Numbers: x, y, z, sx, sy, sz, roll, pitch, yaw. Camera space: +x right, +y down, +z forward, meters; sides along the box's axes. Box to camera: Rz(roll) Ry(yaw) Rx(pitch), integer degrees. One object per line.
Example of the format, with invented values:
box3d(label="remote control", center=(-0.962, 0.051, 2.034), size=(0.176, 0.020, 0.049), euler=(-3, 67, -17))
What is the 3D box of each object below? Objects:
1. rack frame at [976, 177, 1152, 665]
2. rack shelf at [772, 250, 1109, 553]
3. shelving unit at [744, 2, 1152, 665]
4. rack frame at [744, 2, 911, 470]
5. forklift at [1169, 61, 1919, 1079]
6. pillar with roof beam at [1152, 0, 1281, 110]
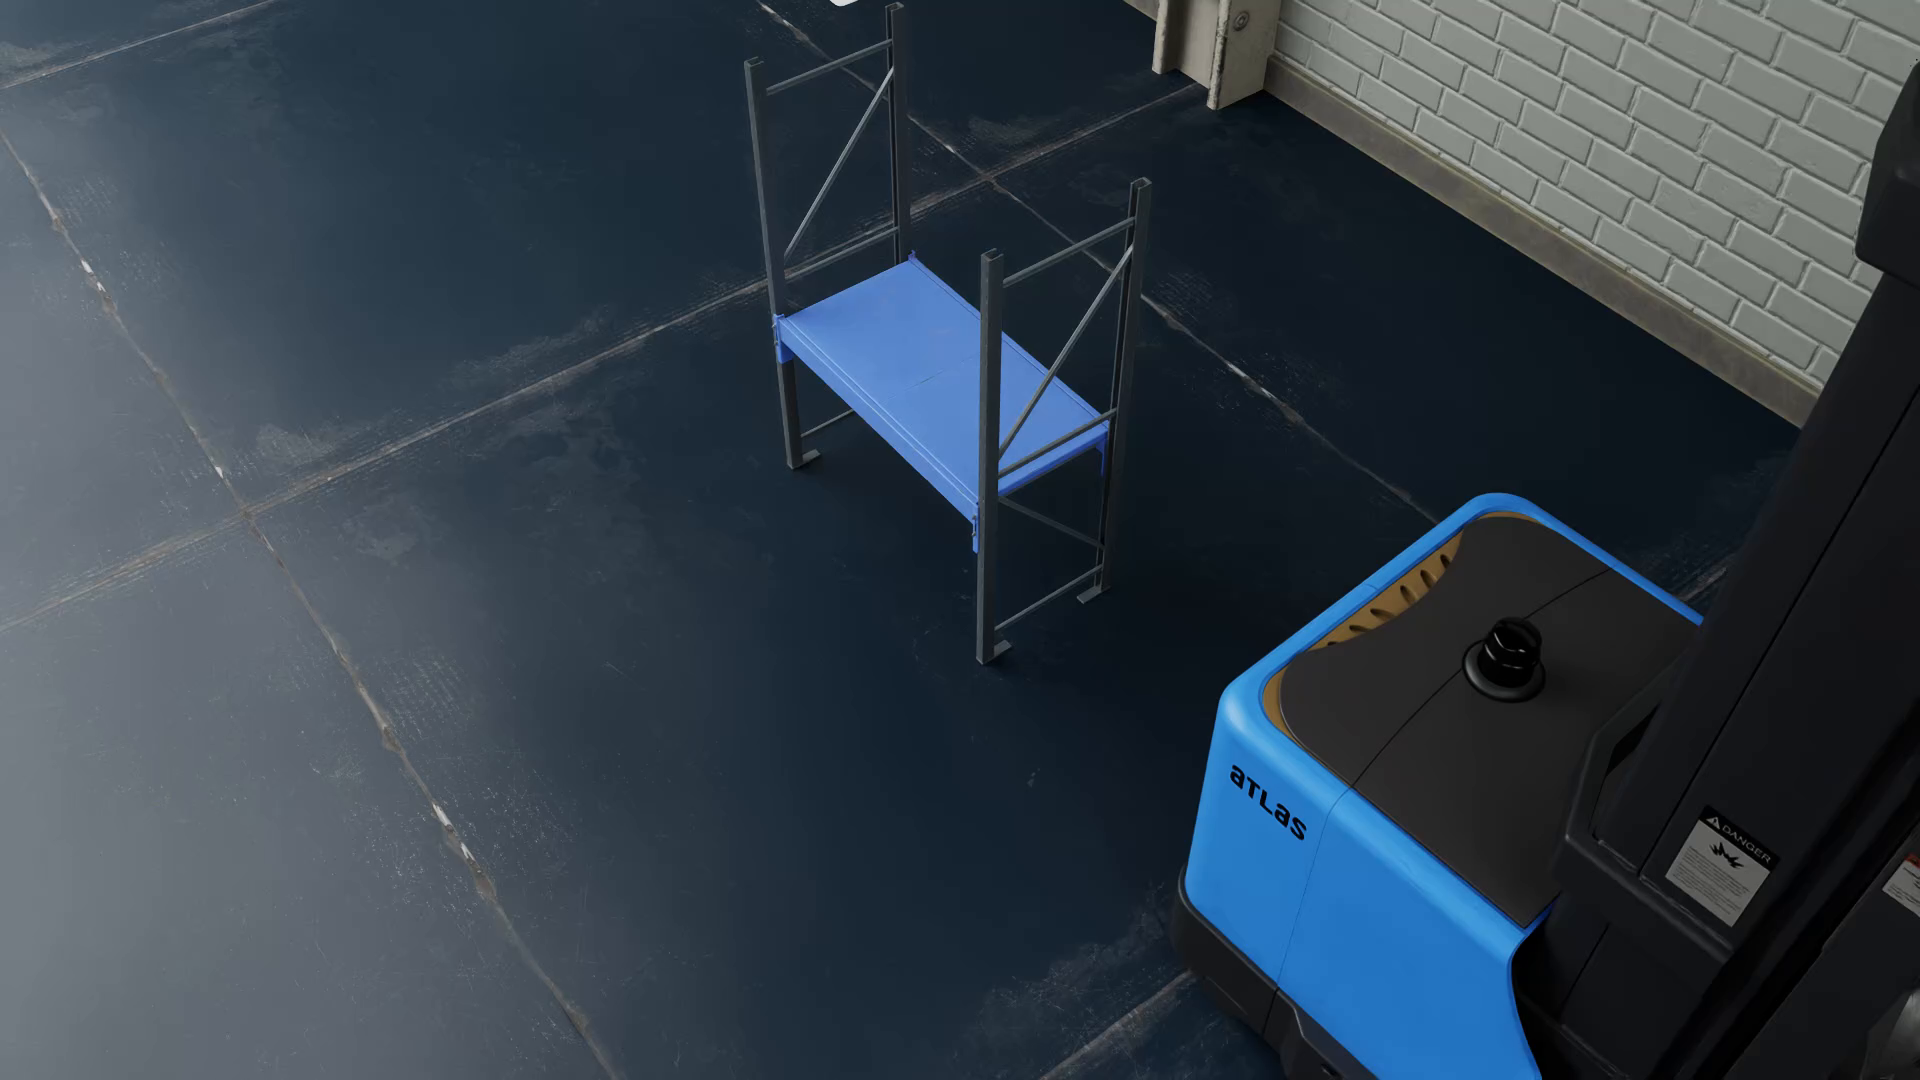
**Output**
box3d(label="rack frame", center=(0.256, -0.254, 4.468), size=(0.500, 1.500, 0.032), euler=(-29, 54, -24))
box3d(label="rack shelf", center=(-0.052, -0.433, 4.873), size=(0.538, 0.185, 1.000), euler=(-29, 54, -24))
box3d(label="shelving unit", center=(-0.052, -0.554, 4.740), size=(0.538, 1.500, 1.048), euler=(-29, 54, -24))
box3d(label="rack frame", center=(-0.359, -0.854, 5.012), size=(0.500, 1.500, 0.032), euler=(-29, 54, -24))
box3d(label="forklift", center=(1.875, 0.660, 2.674), size=(1.130, 2.935, 3.031), euler=(-33, 56, -26))
box3d(label="pillar with roof beam", center=(-2.372, -3.046, 1.937), size=(9.100, 9.000, 0.400), euler=(-29, 54, -24))
